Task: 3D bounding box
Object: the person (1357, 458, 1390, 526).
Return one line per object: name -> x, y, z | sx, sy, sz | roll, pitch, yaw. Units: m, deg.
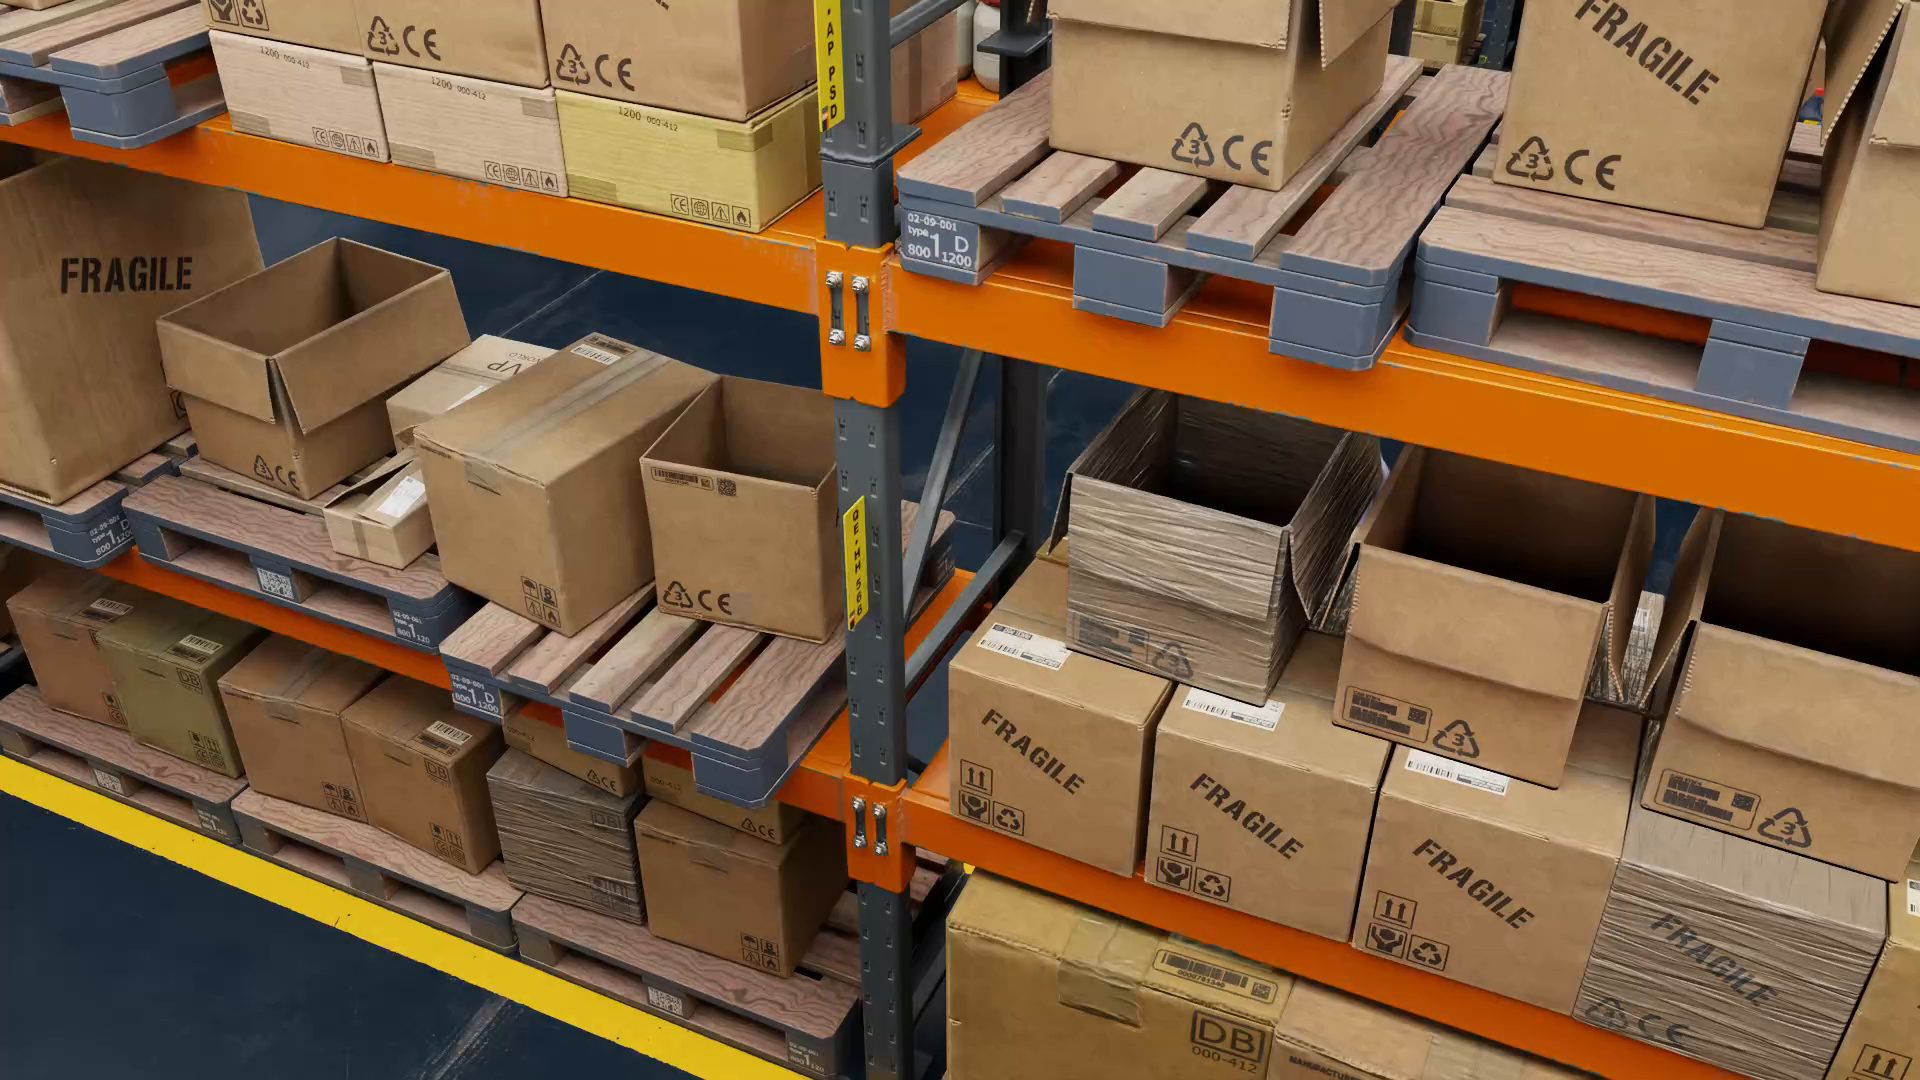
person -> 1.535, -0.052, 6.963 | 0.514, 0.843, 0.822 | 14, 37, 20
